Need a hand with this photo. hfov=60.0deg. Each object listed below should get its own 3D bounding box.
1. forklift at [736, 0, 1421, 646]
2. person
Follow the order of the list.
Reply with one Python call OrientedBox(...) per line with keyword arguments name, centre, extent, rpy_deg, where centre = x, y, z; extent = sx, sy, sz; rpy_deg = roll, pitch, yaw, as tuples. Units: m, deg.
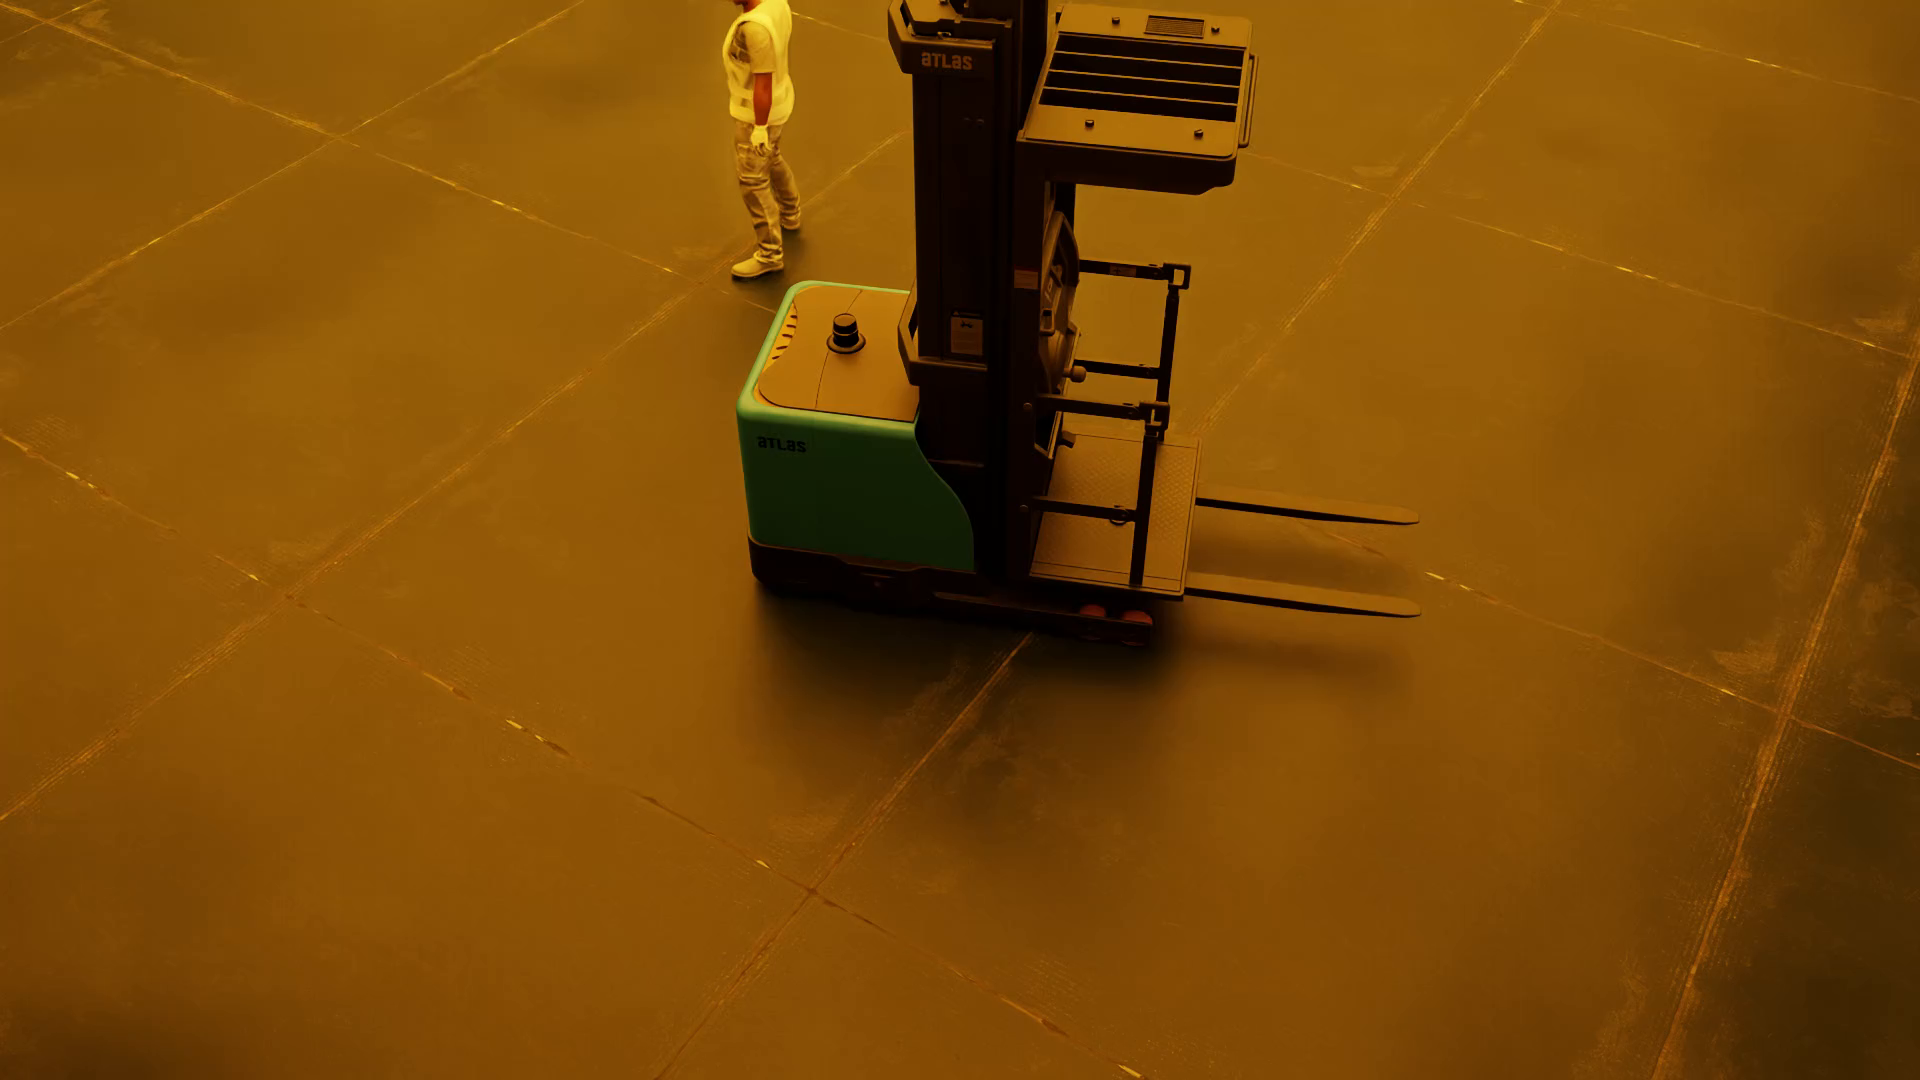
OrientedBox(name="forklift", centre=(0.598, -0.987, 6.890), extent=(3.031, 2.935, 1.130), rpy_deg=(7, 44, 8))
OrientedBox(name="person", centre=(-1.112, -2.407, 9.237), extent=(0.383, 1.767, 0.808), rpy_deg=(5, 44, 5))
